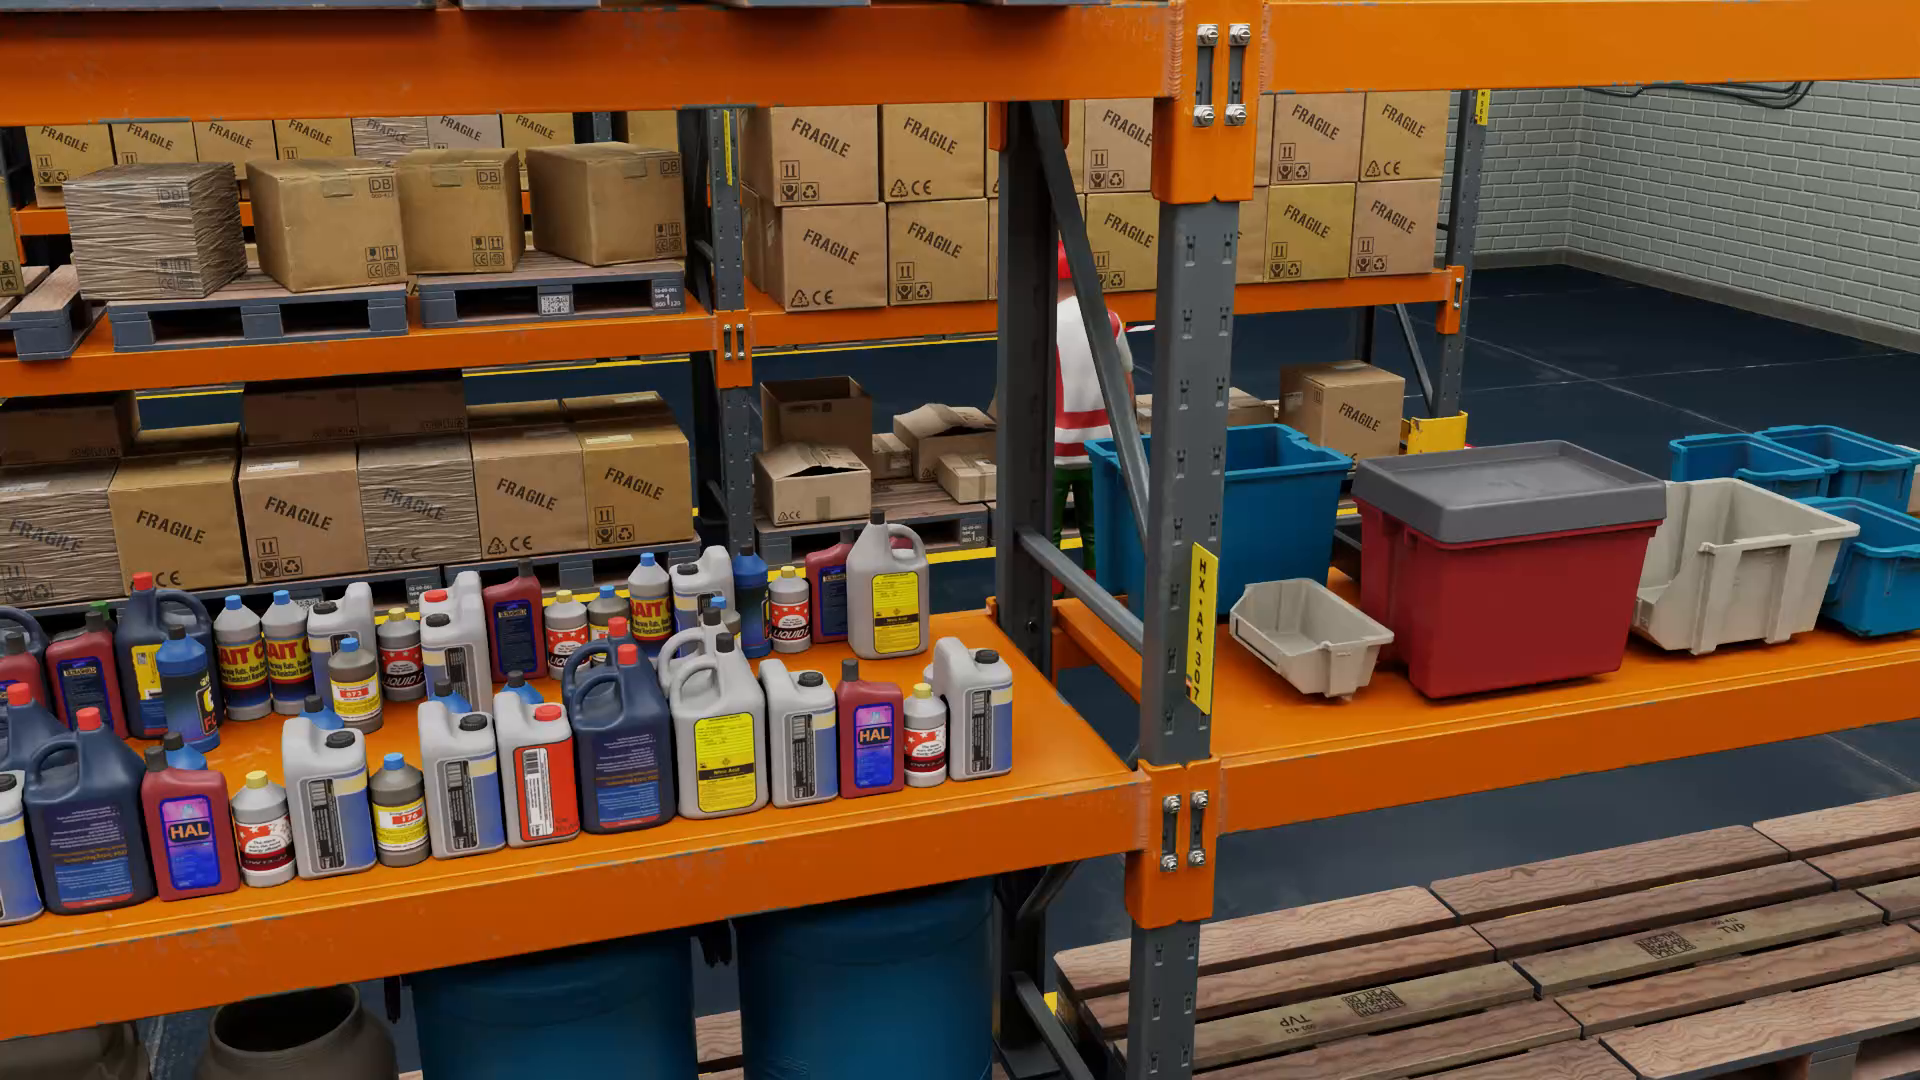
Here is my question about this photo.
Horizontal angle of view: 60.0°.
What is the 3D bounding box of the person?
[{"bbox_3d":[0.462,-0.389,7.170,0.620,1.779,0.454,-7,20,-18],"label":"person"}]
